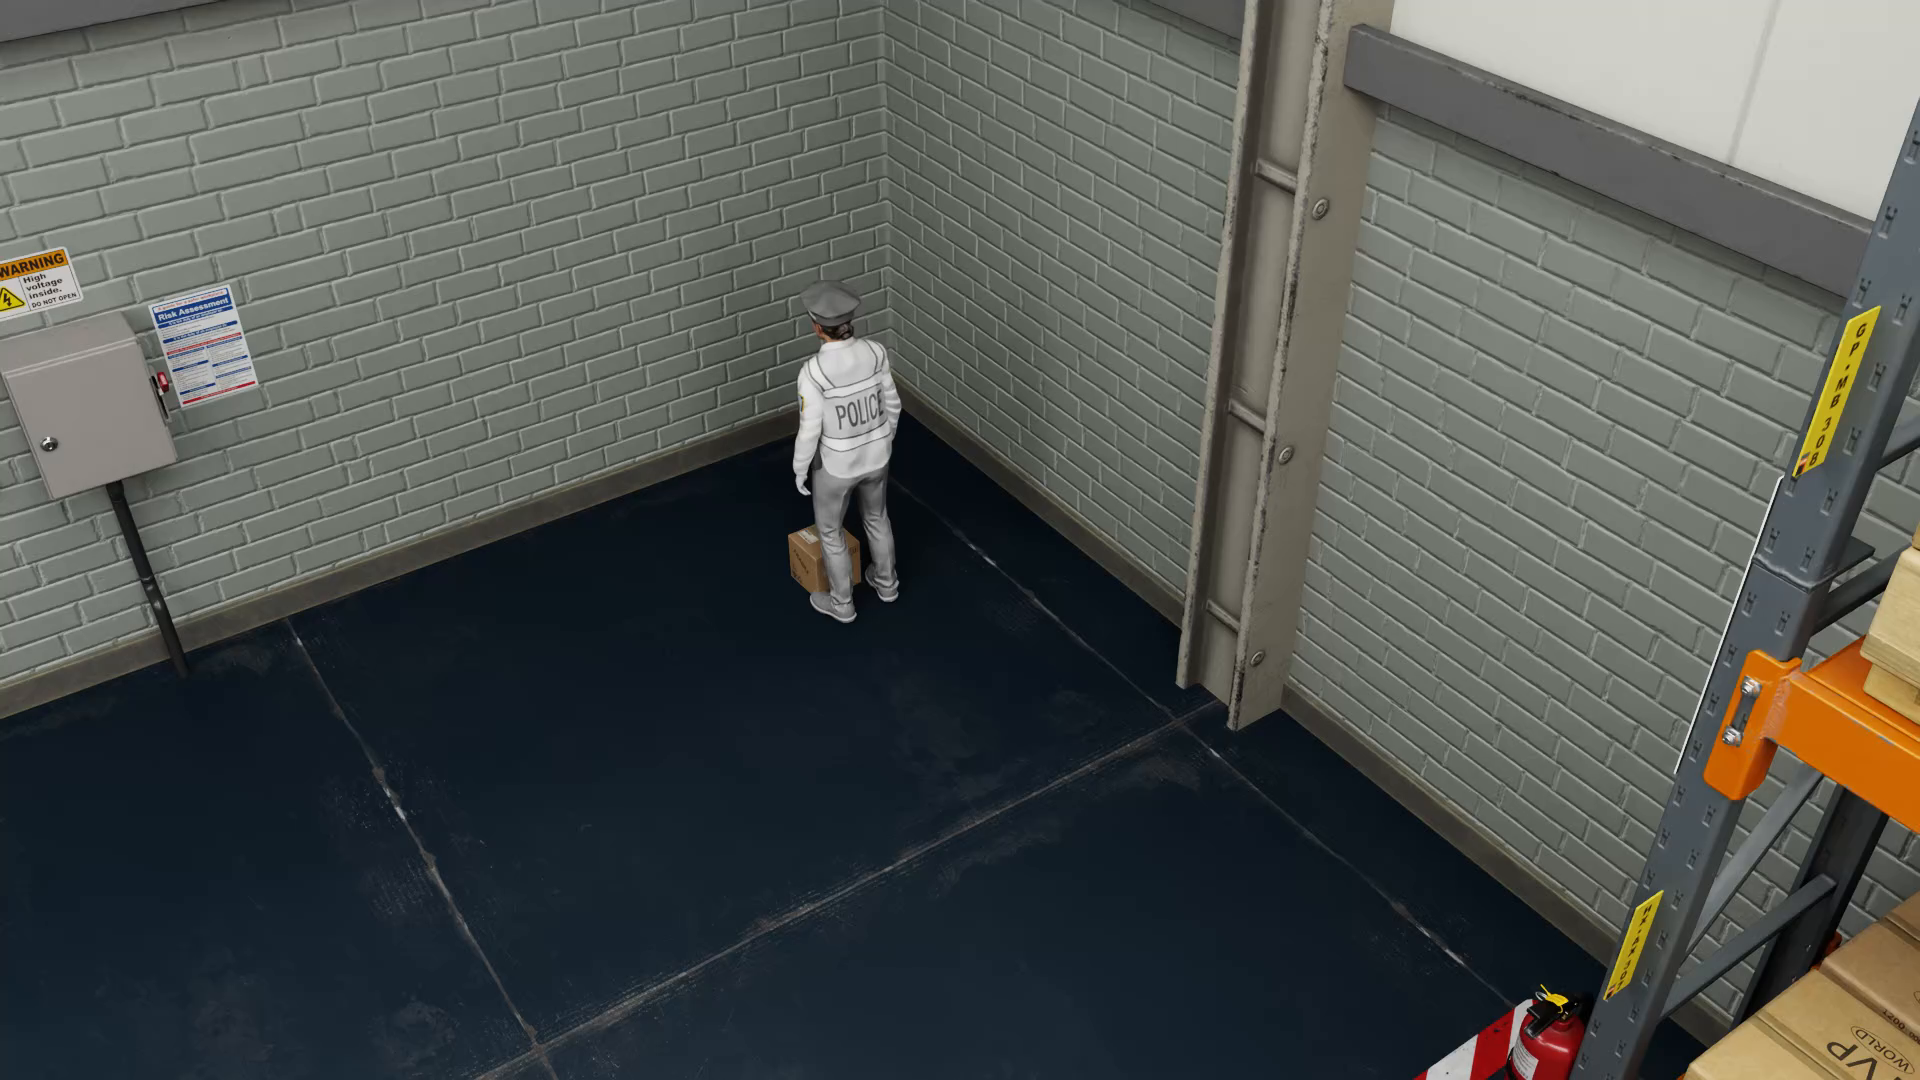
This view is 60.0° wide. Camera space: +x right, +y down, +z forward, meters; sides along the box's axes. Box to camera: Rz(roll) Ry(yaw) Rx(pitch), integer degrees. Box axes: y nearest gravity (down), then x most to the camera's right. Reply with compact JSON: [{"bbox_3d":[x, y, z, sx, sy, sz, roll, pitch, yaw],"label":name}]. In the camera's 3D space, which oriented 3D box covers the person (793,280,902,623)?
[{"bbox_3d":[-0.507,-0.364,7.487,0.529,1.663,0.371,-22,42,-27],"label":"person"}]
